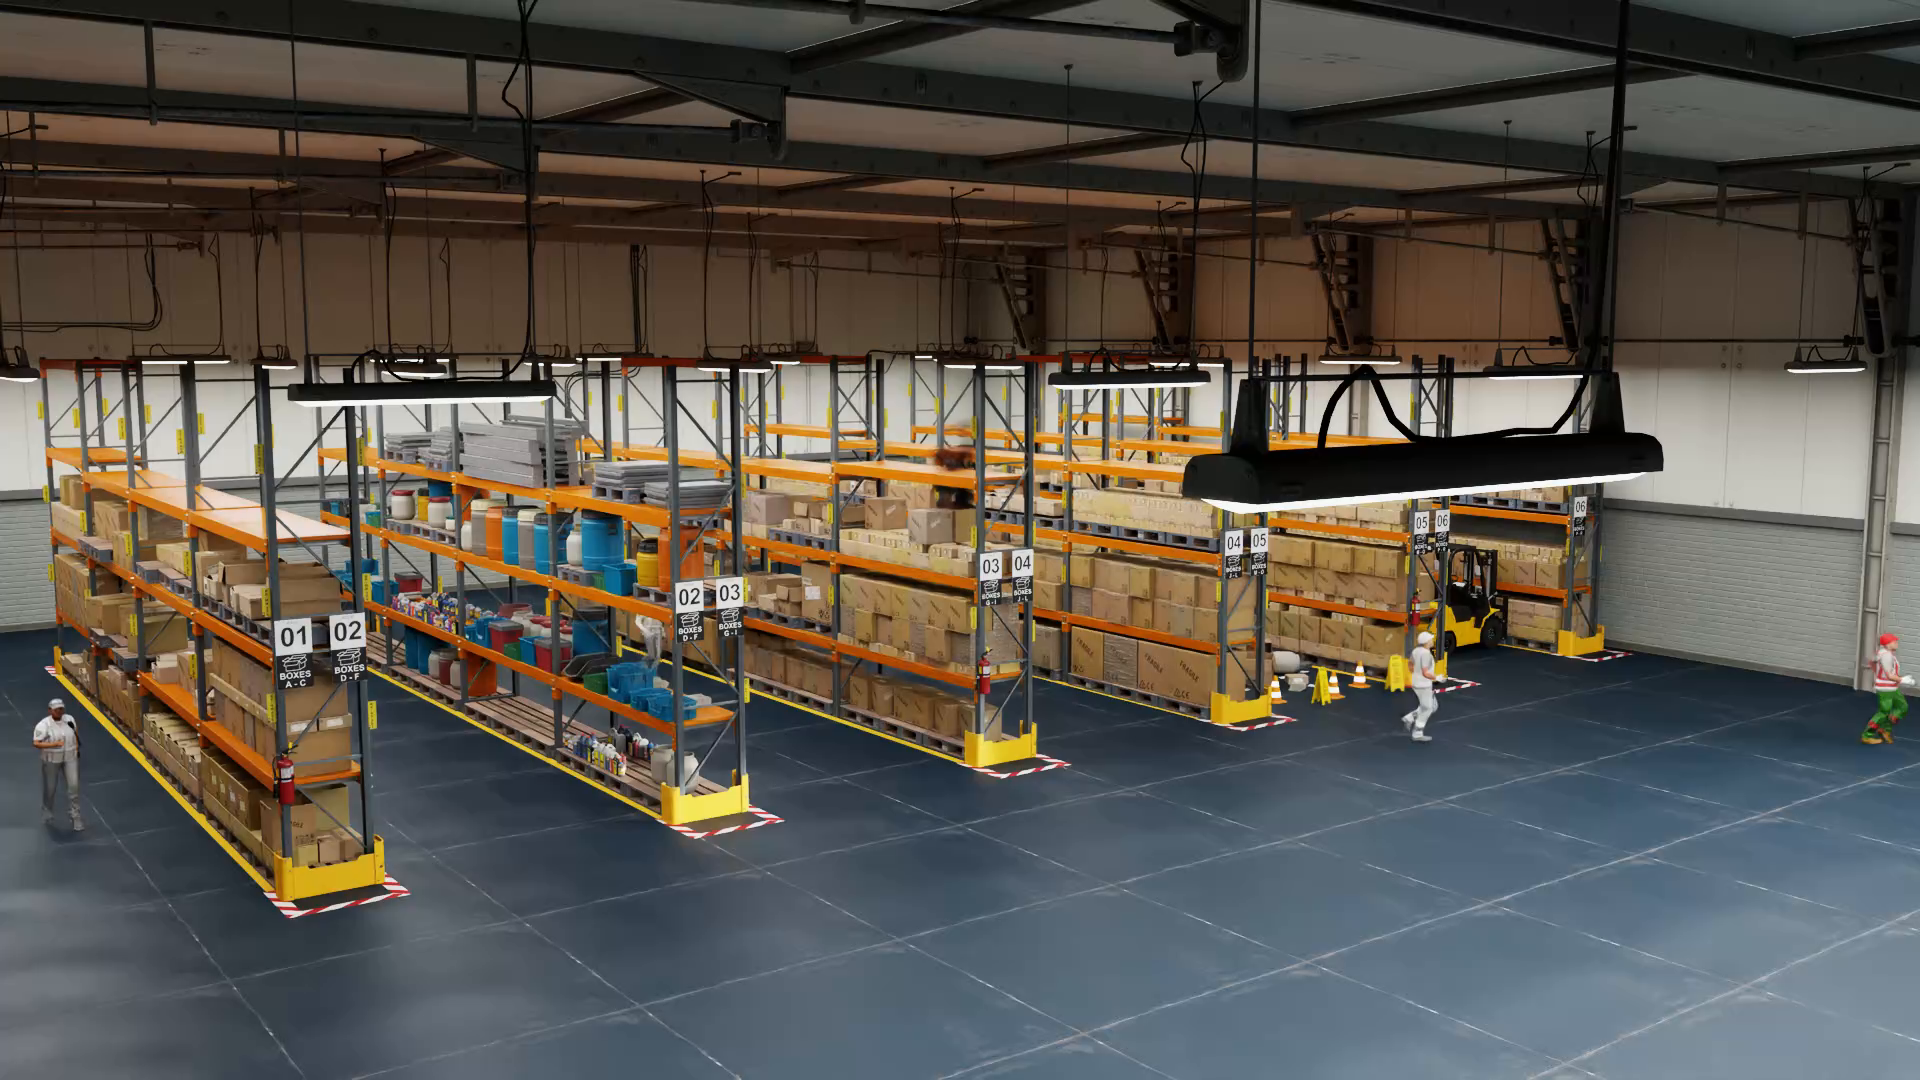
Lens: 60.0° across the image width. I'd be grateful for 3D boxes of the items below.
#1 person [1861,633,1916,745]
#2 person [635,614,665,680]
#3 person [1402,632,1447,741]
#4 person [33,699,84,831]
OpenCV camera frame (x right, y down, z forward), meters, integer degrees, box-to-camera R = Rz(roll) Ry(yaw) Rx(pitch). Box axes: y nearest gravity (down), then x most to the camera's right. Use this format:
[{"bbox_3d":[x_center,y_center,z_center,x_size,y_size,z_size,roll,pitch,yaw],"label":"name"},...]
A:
[{"bbox_3d":[14.524,2.337,25.985,0.685,1.777,0.671,4,8,27],"label":"person"},{"bbox_3d":[-5.801,1.777,31.189,0.615,1.677,0.576,-6,9,-42],"label":"person"},{"bbox_3d":[7.336,2.319,26.254,0.618,1.754,0.637,0,7,4],"label":"person"},{"bbox_3d":[-11.740,2.890,21.656,0.600,1.677,0.893,-6,9,-43],"label":"person"}]
